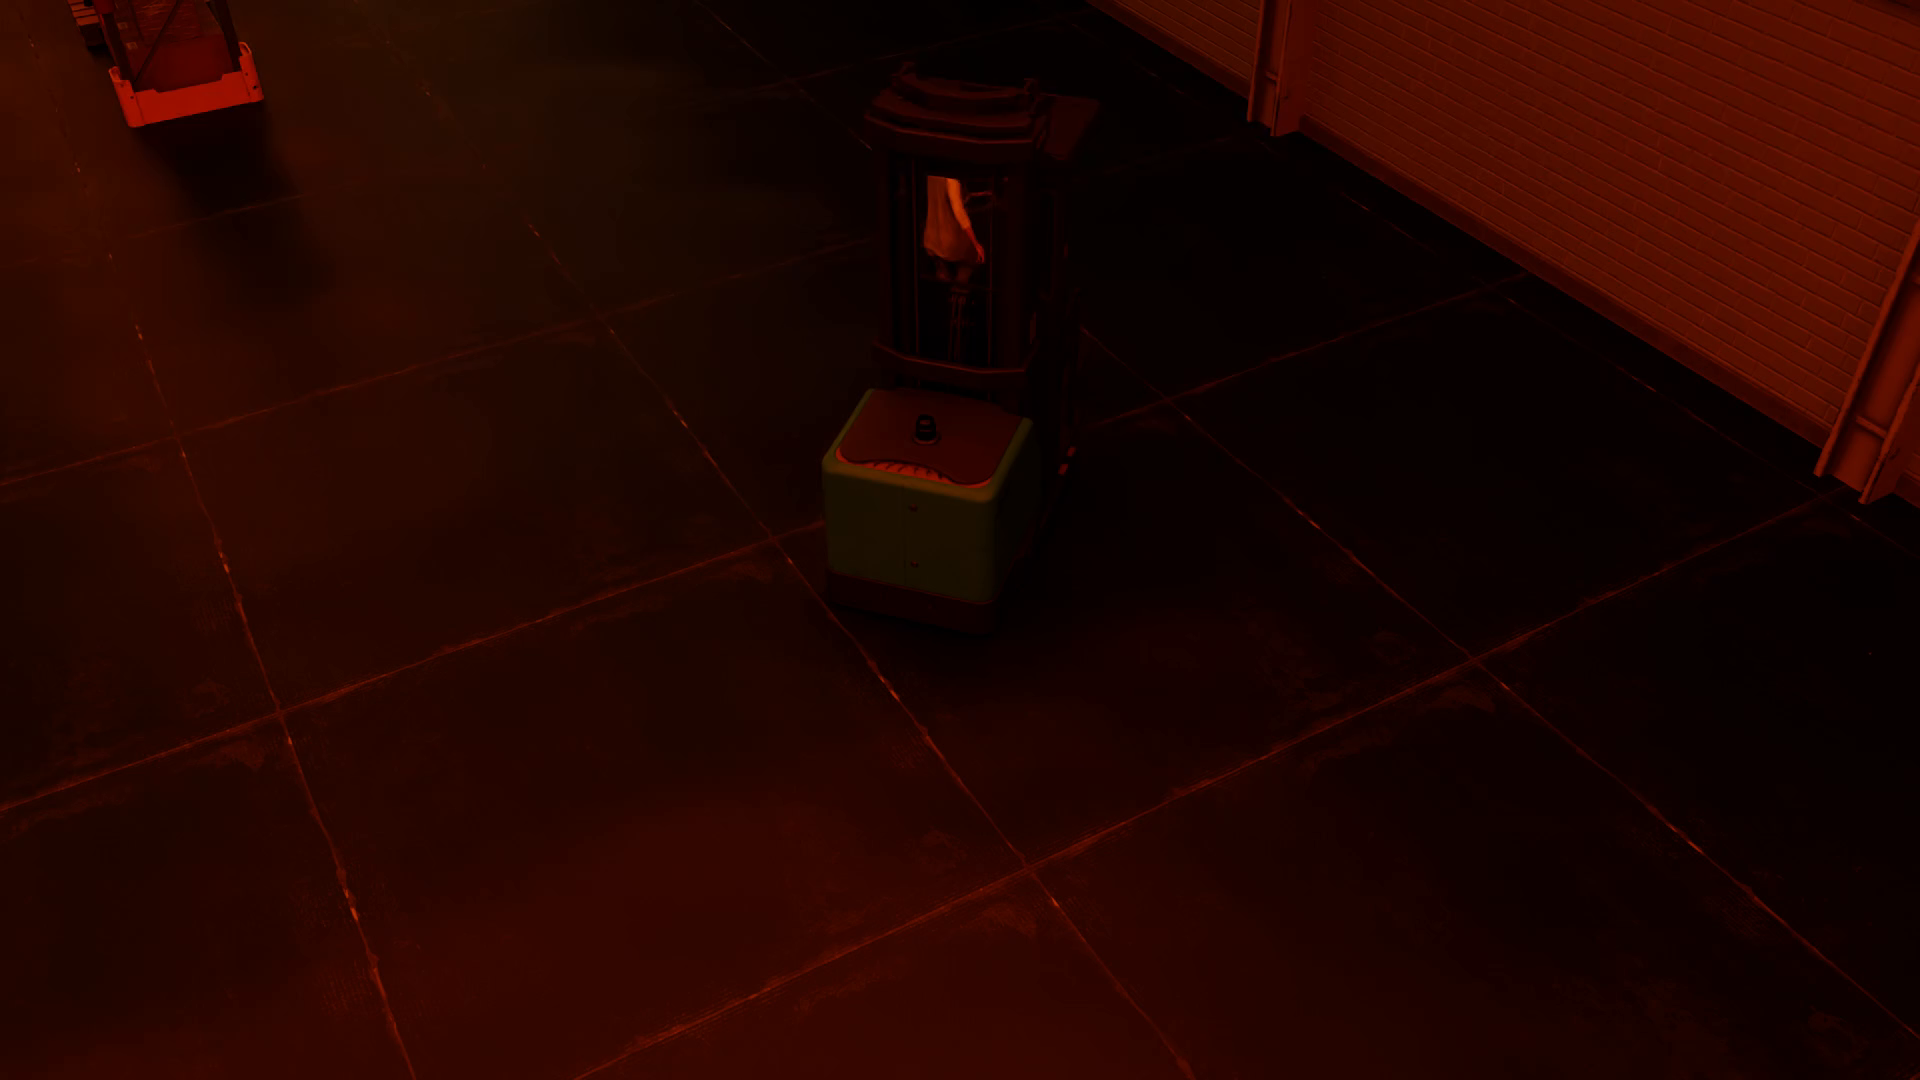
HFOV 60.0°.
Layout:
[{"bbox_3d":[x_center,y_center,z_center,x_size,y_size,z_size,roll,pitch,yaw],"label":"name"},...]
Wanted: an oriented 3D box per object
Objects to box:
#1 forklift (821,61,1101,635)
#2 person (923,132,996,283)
[{"bbox_3d":[0.153,-1.532,9.883,1.130,2.935,3.031,12,41,14],"label":"forklift"},{"bbox_3d":[0.049,-2.146,11.800,0.702,1.465,0.764,32,49,33],"label":"person"}]
